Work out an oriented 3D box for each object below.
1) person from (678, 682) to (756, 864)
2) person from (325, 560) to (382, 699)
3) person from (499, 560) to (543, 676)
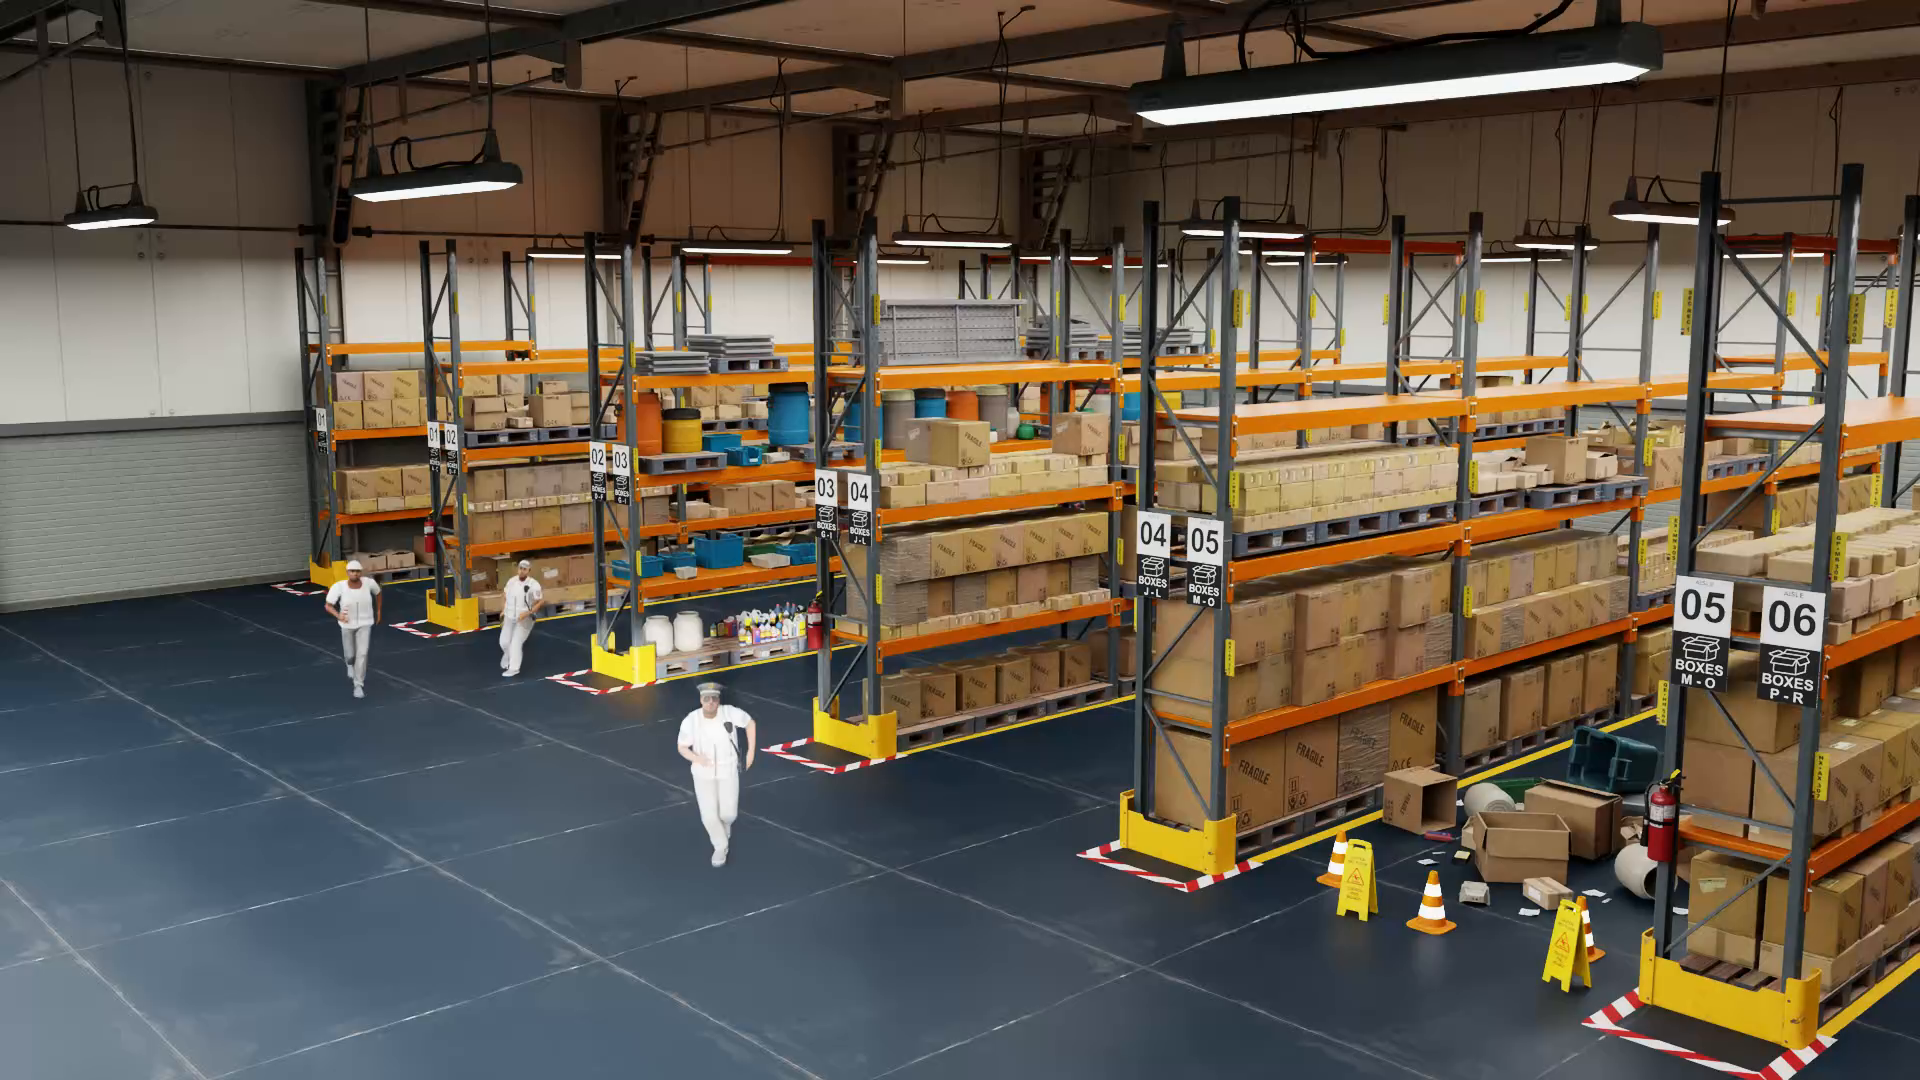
[{"bbox_3d":[-2.195,2.122,15.081,0.707,1.730,0.657,-1,8,-10],"label":"person"},{"bbox_3d":[-7.918,1.119,21.775,0.725,1.756,0.993,-4,9,-25],"label":"person"},{"bbox_3d":[-6.002,1.072,22.620,0.637,1.596,0.539,1,8,6],"label":"person"}]
